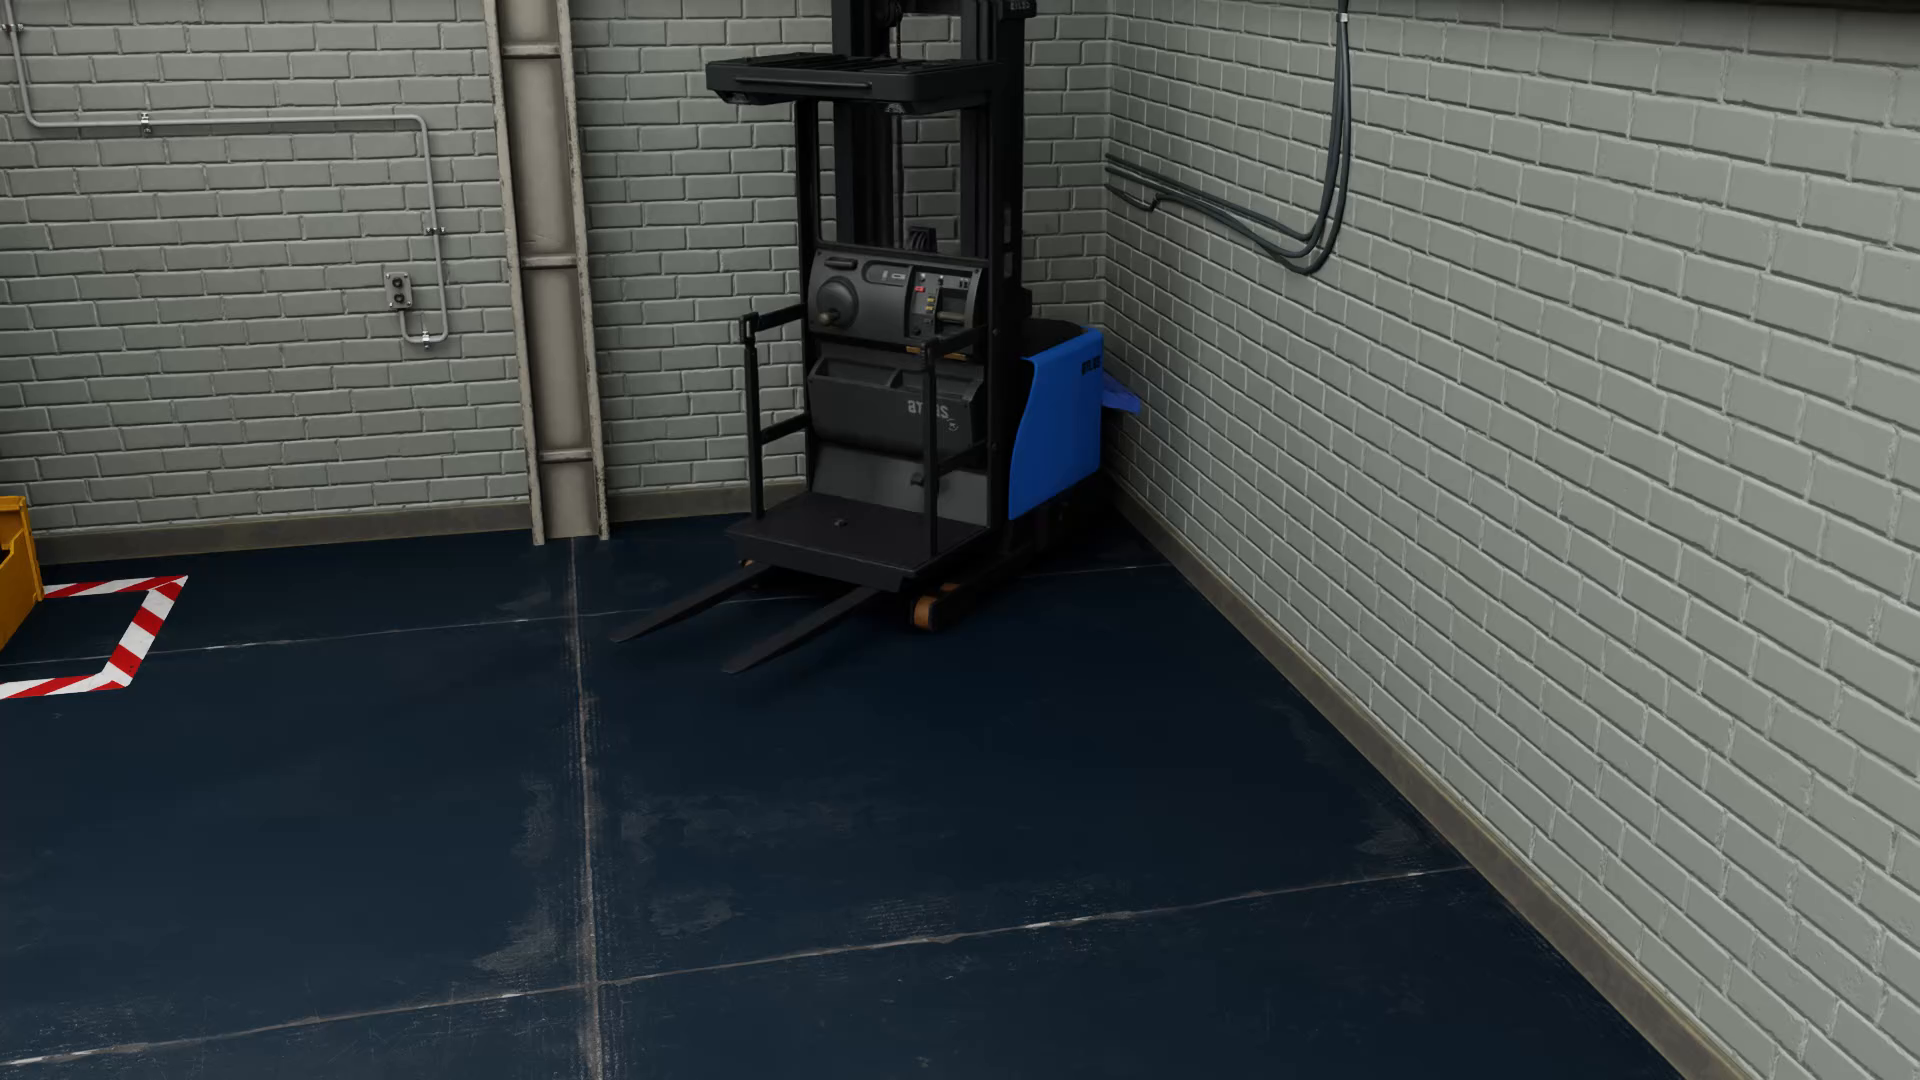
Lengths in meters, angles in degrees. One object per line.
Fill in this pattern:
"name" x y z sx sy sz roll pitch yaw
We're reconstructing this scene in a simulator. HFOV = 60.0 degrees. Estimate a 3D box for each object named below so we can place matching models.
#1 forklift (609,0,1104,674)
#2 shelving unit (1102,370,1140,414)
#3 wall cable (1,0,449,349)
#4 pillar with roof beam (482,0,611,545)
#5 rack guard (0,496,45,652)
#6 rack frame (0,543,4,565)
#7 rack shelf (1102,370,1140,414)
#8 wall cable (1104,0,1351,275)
"forklift" -0.421 -1.135 7.652 1.130 2.935 3.031 12 23 29
"shelving unit" 0.758 -0.991 9.190 1.048 1.500 0.538 15 21 25
"wall cable" -3.482 -1.840 7.999 1.851 1.984 0.084 -5 21 -12
"pillar with roof beam" -1.092 -2.824 3.440 0.400 9.000 9.100 -5 21 -12
"rack guard" -4.487 0.227 7.467 0.348 0.500 1.175 -5 21 -12
"rack frame" -4.511 -0.945 7.032 0.127 3.000 1.000 -5 21 -12
"rack shelf" 0.743 -0.822 9.248 1.000 0.185 0.538 15 21 25
"wall cable" 1.076 -2.632 7.430 0.112 2.526 3.097 -5 21 -12
